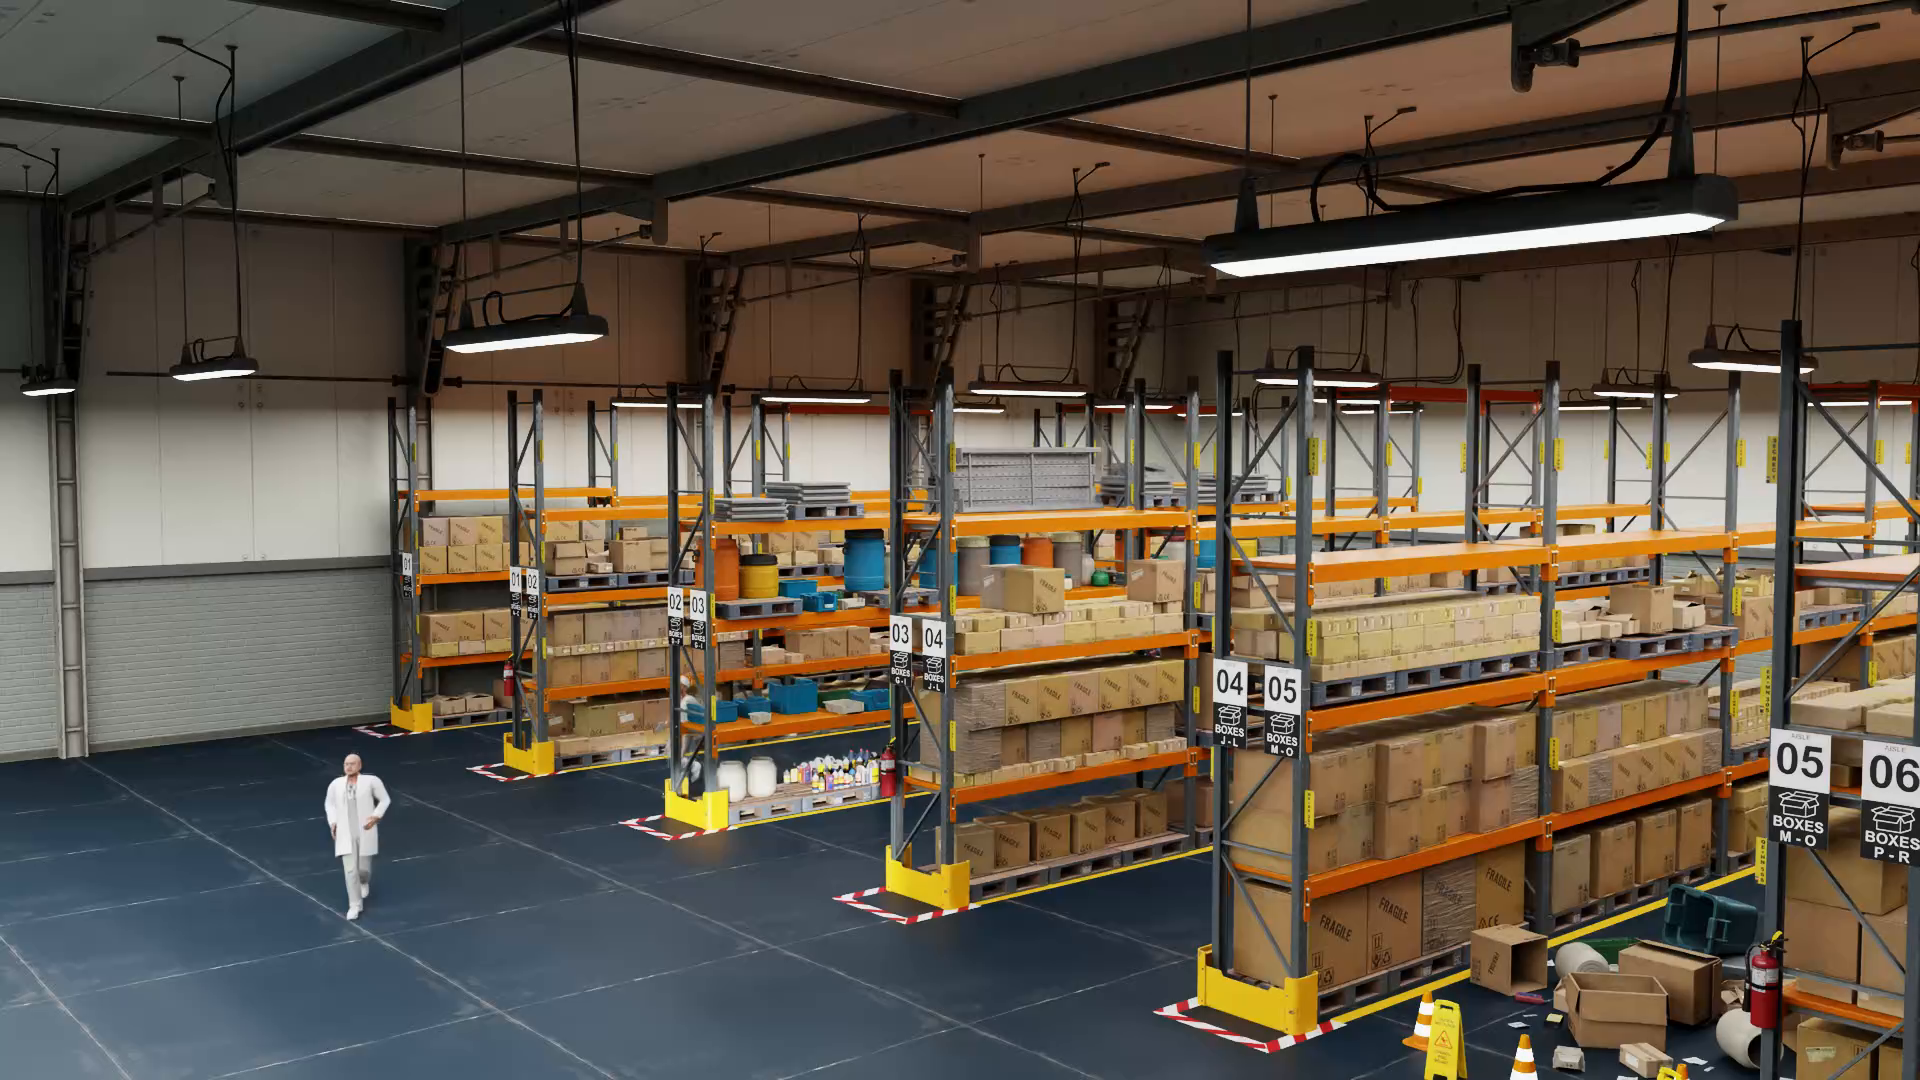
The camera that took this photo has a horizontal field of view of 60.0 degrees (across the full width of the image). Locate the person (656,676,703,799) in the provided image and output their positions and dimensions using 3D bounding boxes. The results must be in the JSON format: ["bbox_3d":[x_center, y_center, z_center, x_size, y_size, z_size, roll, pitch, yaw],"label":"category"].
[{"bbox_3d":[-4.047,2.869,24.353,0.654,1.760,0.797,3,4,40],"label":"person"}]

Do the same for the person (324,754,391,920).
[{"bbox_3d":[-6.655,3.229,18.327,0.687,1.763,0.760,-1,3,-10],"label":"person"}]
